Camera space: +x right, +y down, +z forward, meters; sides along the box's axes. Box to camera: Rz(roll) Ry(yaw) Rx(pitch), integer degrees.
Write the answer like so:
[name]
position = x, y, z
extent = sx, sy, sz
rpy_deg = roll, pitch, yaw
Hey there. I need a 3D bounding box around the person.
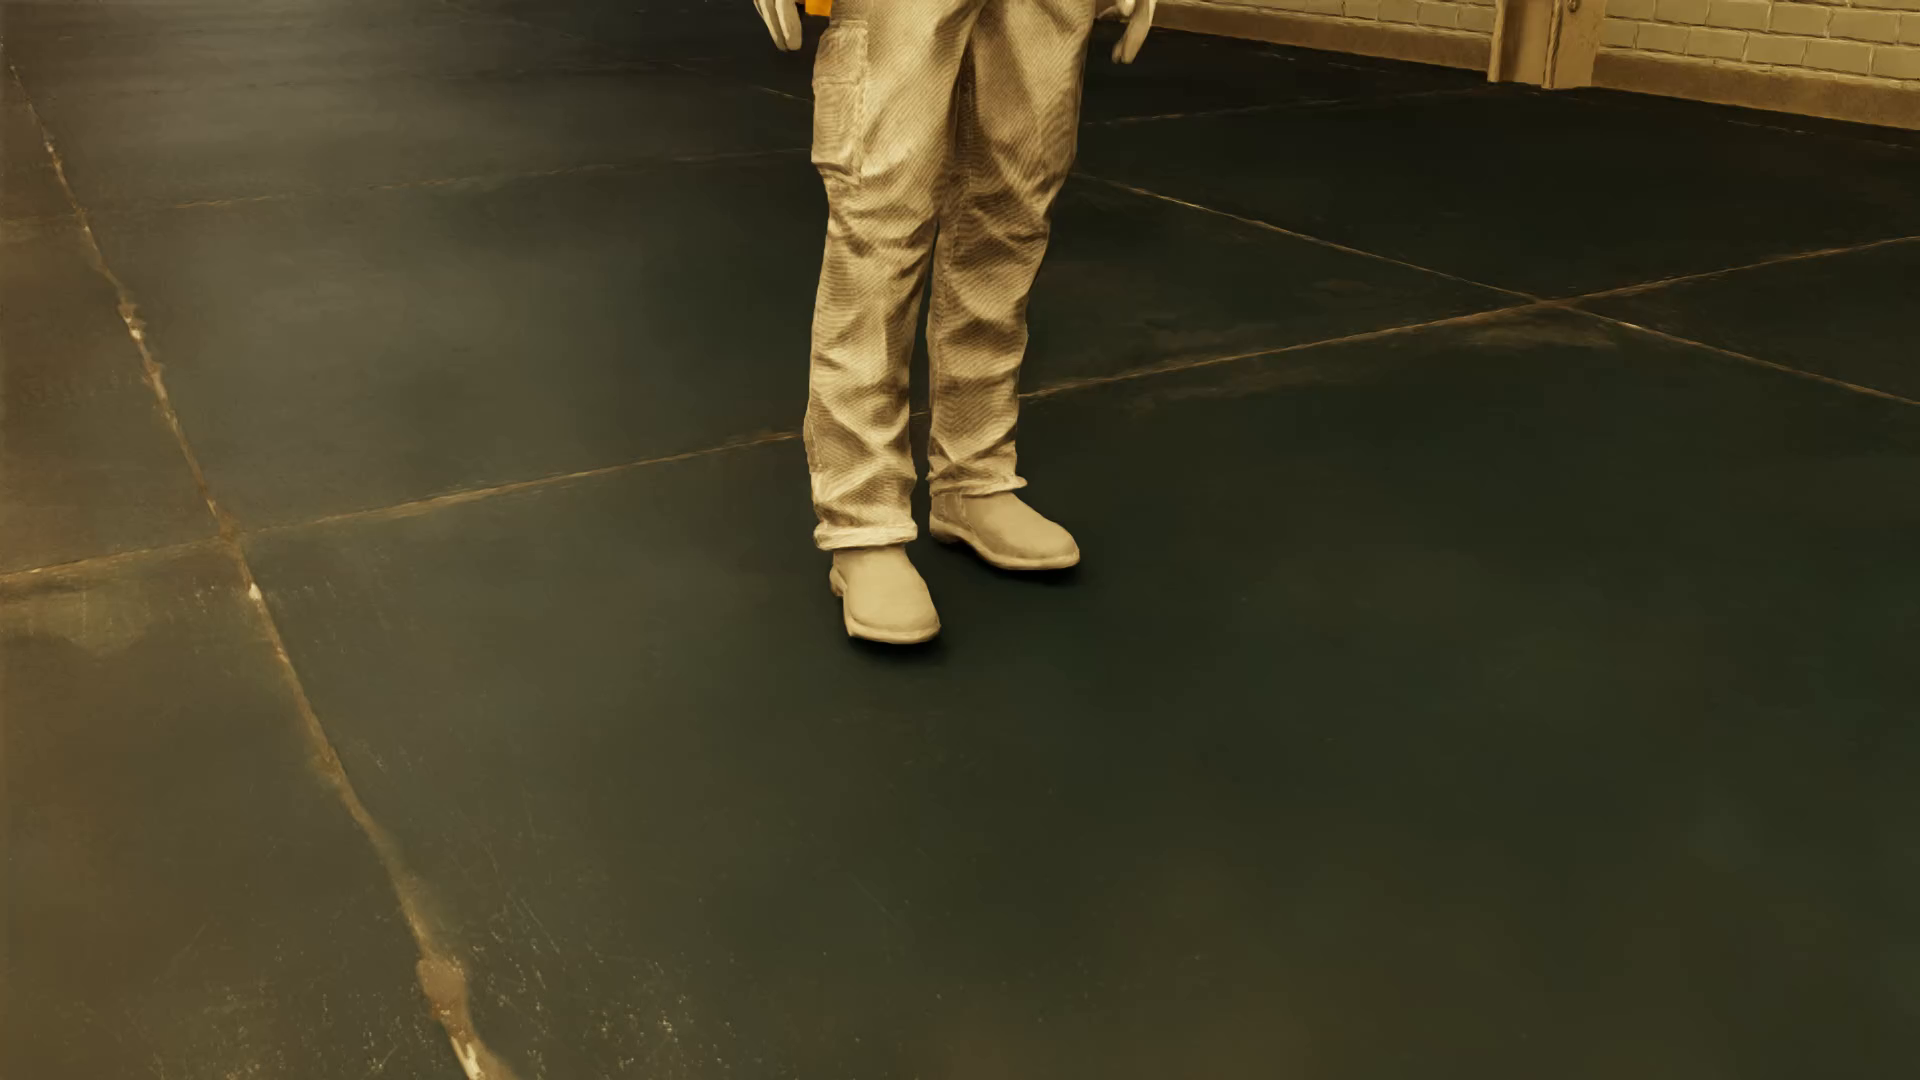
[person]
position = 0.029, -0.806, 2.232
extent = 0.655, 1.782, 0.576
rpy_deg = -12, 25, -28
